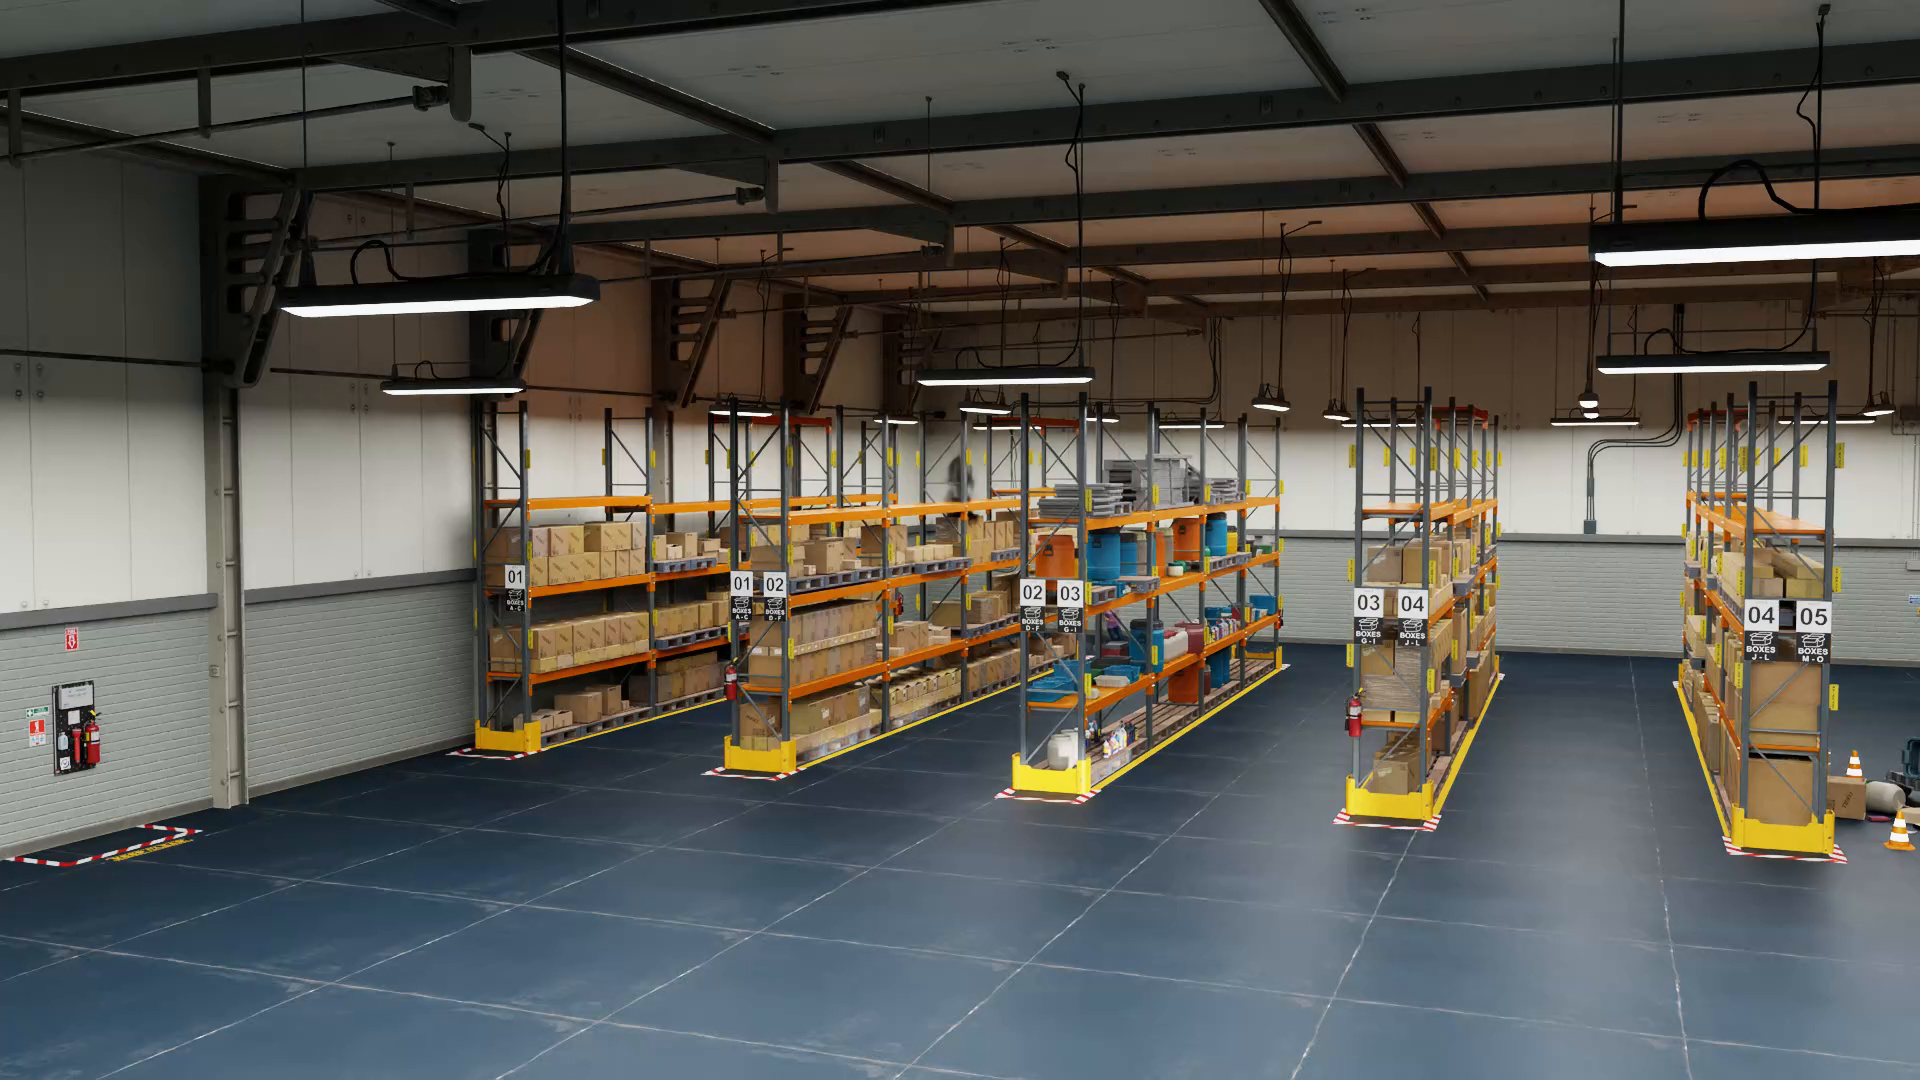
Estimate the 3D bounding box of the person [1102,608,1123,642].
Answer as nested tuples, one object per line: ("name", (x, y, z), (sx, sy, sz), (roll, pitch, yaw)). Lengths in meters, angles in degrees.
("person", (3.866, 2.178, 42.034), (0.594, 1.519, 0.563), (-1, 3, -12))
